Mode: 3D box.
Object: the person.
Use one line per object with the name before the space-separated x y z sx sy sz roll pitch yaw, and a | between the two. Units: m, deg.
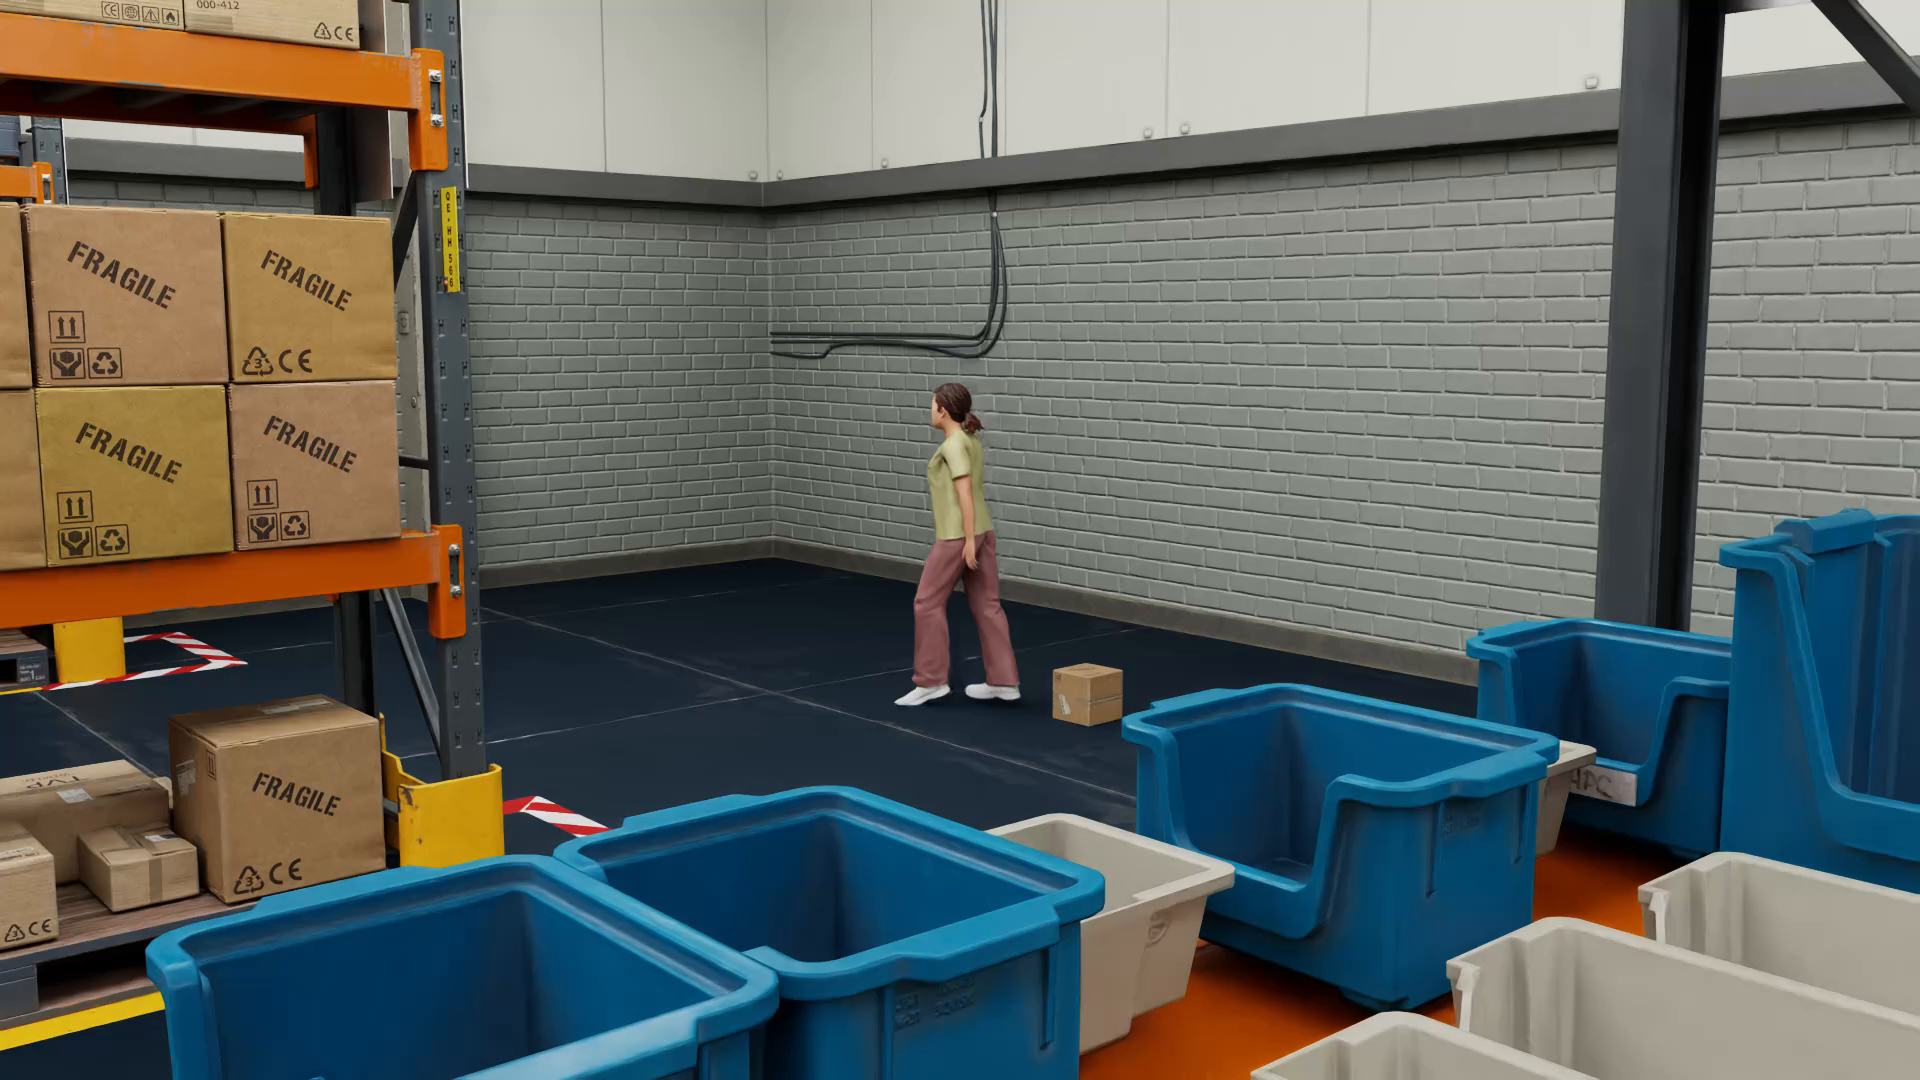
person | 0.026 0.036 8.643 0.644 1.699 0.470 3 8 24
